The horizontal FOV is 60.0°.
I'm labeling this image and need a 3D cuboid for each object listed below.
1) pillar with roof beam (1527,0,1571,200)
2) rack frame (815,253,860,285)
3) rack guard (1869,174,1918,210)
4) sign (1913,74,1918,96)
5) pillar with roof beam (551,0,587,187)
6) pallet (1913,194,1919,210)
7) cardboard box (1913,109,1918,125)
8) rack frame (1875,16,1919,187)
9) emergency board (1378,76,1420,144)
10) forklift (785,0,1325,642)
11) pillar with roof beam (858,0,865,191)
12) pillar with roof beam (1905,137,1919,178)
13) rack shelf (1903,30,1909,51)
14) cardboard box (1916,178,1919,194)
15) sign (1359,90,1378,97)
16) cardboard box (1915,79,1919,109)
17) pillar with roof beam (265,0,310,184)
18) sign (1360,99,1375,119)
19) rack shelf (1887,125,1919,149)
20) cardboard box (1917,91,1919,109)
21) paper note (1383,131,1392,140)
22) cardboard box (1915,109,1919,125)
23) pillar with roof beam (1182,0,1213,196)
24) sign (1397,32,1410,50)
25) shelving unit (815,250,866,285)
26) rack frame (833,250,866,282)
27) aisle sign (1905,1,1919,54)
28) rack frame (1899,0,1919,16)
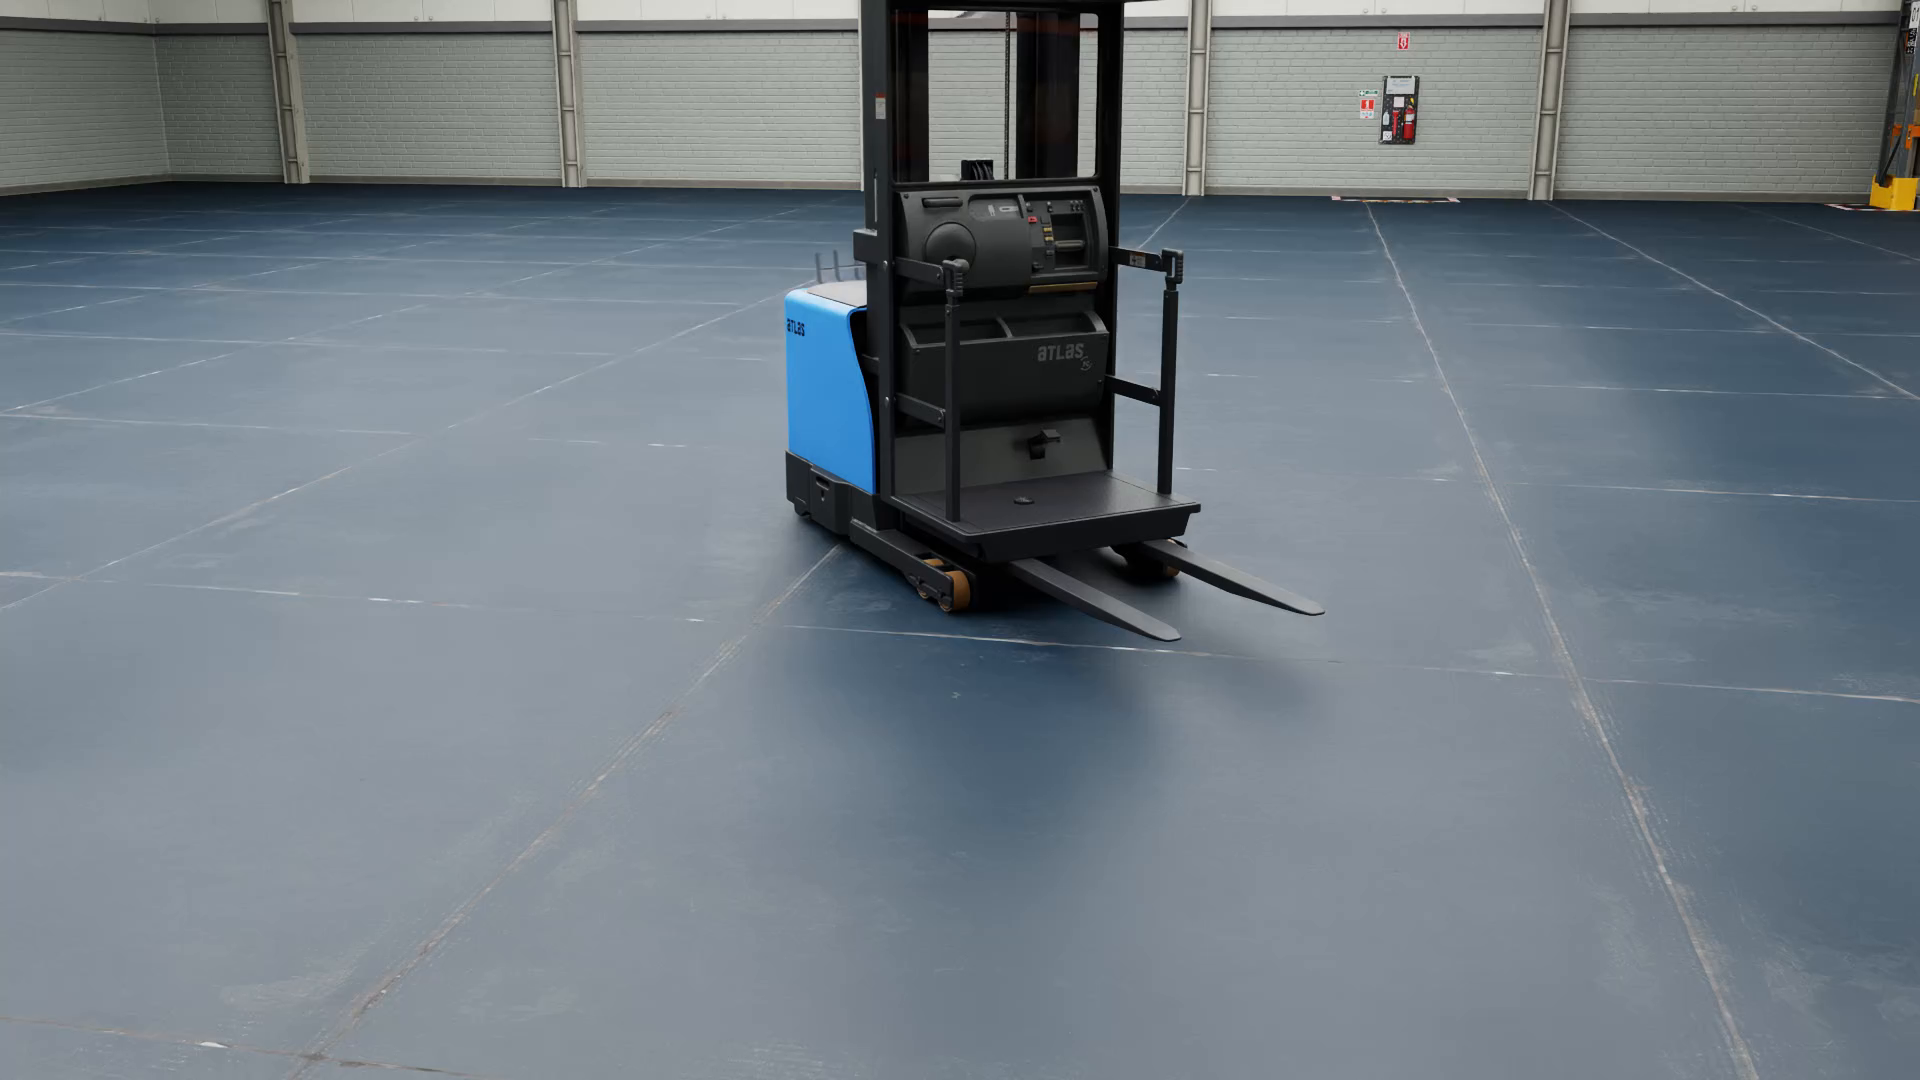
[{"bbox_3d":[9.261,-9.156,23.760,0.400,9.000,9.100,3,16,11],"label":"pillar with roof beam"},{"bbox_3d":[-0.567,-0.851,8.415,0.240,1.200,0.006,-10,9,-33],"label":"rack frame"},{"bbox_3d":[15.215,-5.674,27.110,0.348,0.500,1.175,3,16,11],"label":"rack guard"},{"bbox_3d":[15.033,-7.158,26.163,0.005,0.325,0.100,3,16,11],"label":"sign"},{"bbox_3d":[-8.378,-10.114,27.216,0.400,9.000,9.100,3,16,11],"label":"pillar with roof beam"},{"bbox_3d":[16.004,-5.482,26.960,1.213,0.211,1.003,3,16,11],"label":"pallet"},{"bbox_3d":[15.637,-6.846,26.902,0.500,0.250,0.500,3,16,12],"label":"cardboard box"},{"bbox_3d":[15.140,-6.883,26.791,0.127,3.000,1.000,3,16,11],"label":"rack frame"},{"bbox_3d":[7.705,-7.532,29.137,0.643,1.169,0.194,3,16,11],"label":"emergency board"},{"bbox_3d":[0.289,-1.263,6.633,1.130,2.935,3.031,-8,17,-26],"label":"forklift"},{"bbox_3d":[-2.498,-9.794,26.064,0.400,9.000,9.100,3,16,11],"label":"pillar with roof beam"},{"bbox_3d":[15.141,-8.837,22.607,0.400,9.000,9.100,3,16,11],"label":"pillar with roof beam"},{"bbox_3d":[17.100,-7.875,26.103,4.000,0.370,1.077,3,16,11],"label":"rack shelf"},{"bbox_3d":[15.801,-5.739,26.874,0.500,0.311,0.500,1,16,5],"label":"cardboard box"},{"bbox_3d":[7.187,-7.859,29.256,0.331,0.109,0.001,3,16,11],"label":"sign"},{"bbox_3d":[15.645,-7.212,26.819,0.500,0.500,0.500,3,16,10],"label":"cardboard box"},{"bbox_3d":[-14.257,-10.433,28.369,0.400,9.000,9.100,3,16,11],"label":"pillar with roof beam"},{"bbox_3d":[7.184,-7.606,29.336,0.234,0.329,0.001,3,16,11],"label":"sign"},{"bbox_3d":[17.100,-6.430,26.503,4.000,0.370,1.077,3,16,11],"label":"rack shelf"},{"bbox_3d":[15.548,-7.078,26.333,0.500,0.500,0.500,3,16,11],"label":"cardboard box"},{"bbox_3d":[7.545,-7.135,29.353,0.142,0.148,0.016,3,16,11],"label":"paper note"},{"bbox_3d":[15.555,-6.711,26.415,0.500,0.250,0.500,3,16,9],"label":"cardboard box"},{"bbox_3d":[3.382,-9.475,24.912,0.400,9.000,9.100,3,16,11],"label":"pillar with roof beam"},{"bbox_3d":[7.717,-8.676,28.923,0.199,0.298,0.001,3,16,11],"label":"sign"},{"bbox_3d":[-0.516,-0.846,8.339,0.258,1.200,0.189,-10,9,-33],"label":"shelving unit"},{"bbox_3d":[-0.465,-0.840,8.263,0.240,1.200,0.006,-10,9,-33],"label":"rack frame"},{"bbox_3d":[15.010,-8.061,26.175,0.004,0.787,0.394,3,16,11],"label":"aisle sign"},{"bbox_3d":[15.140,-9.774,25.991,0.127,3.000,1.000,3,16,11],"label":"rack frame"}]
